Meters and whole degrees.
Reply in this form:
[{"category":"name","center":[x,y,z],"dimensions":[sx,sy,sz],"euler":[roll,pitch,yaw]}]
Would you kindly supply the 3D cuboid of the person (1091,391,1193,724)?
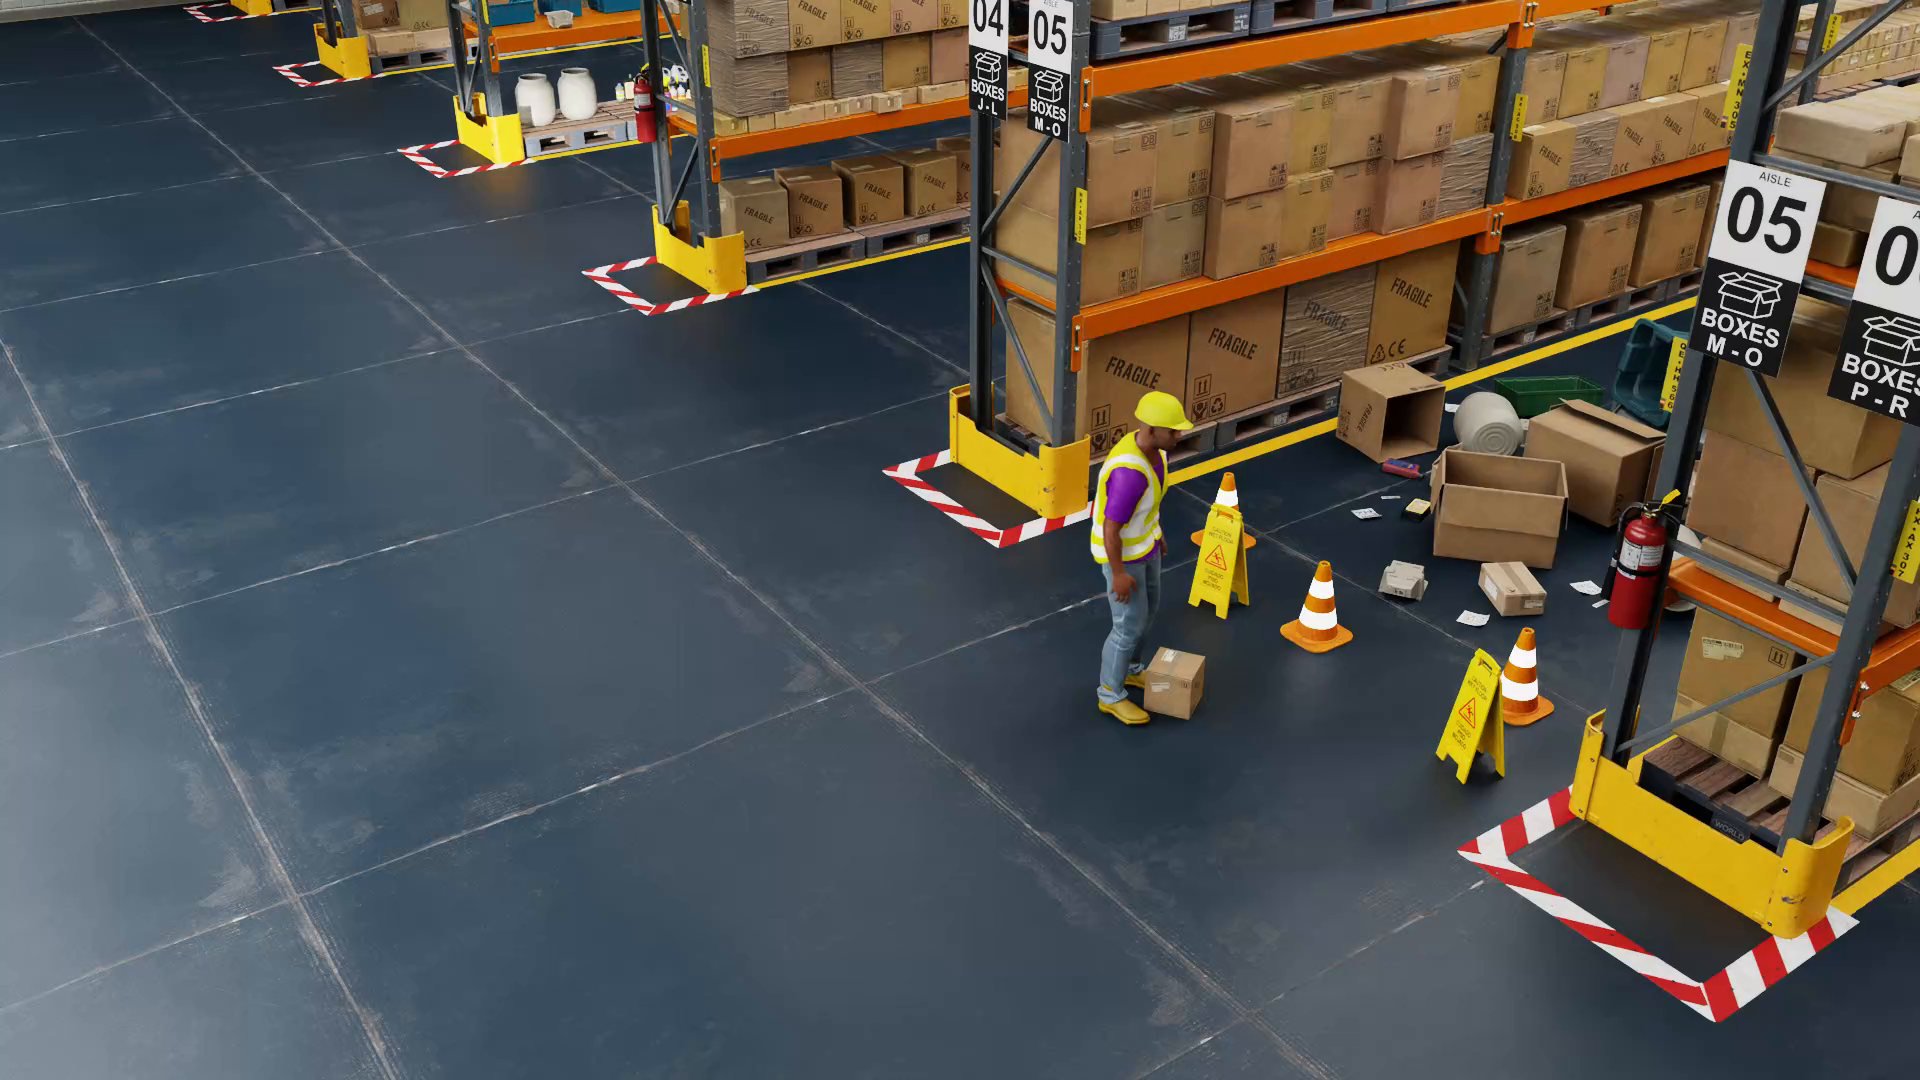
[{"category":"person","center":[0.909,0.060,8.495],"dimensions":[0.461,1.760,0.626],"euler":[12,31,21]}]
